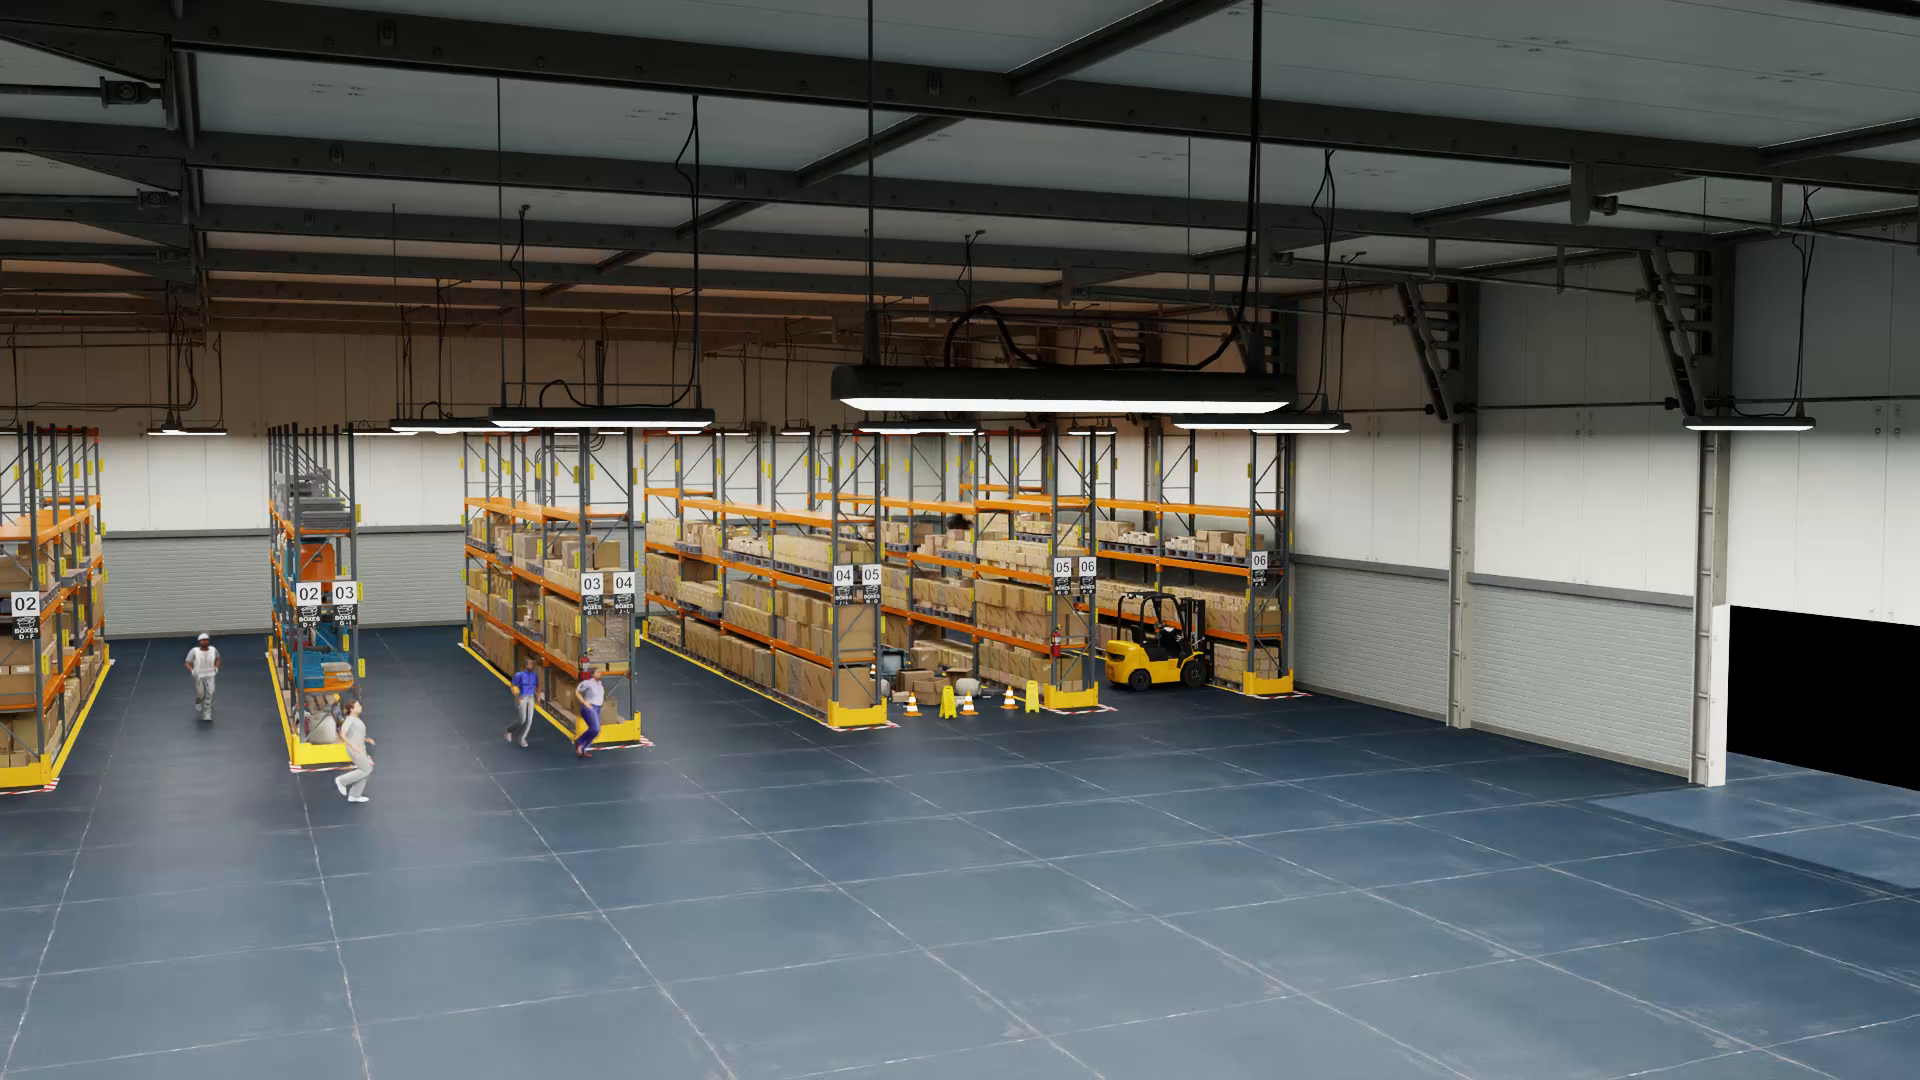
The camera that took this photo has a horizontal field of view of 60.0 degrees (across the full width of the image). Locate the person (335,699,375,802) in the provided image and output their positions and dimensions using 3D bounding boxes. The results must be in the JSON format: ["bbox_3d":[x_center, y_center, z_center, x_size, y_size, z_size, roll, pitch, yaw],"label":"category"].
[{"bbox_3d":[-9.524,3.314,26.178,0.568,1.624,0.575,0,3,-4],"label":"person"}]

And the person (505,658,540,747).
[{"bbox_3d":[-8.157,3.025,31.167,0.575,1.595,0.636,3,5,42],"label":"person"}]

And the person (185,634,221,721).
[{"bbox_3d":[-15.343,2.779,33.790,0.700,1.752,0.744,-3,4,-38],"label":"person"}]

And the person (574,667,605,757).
[{"bbox_3d":[-6.631,3.098,30.019,0.507,1.585,0.612,1,4,20],"label":"person"}]
